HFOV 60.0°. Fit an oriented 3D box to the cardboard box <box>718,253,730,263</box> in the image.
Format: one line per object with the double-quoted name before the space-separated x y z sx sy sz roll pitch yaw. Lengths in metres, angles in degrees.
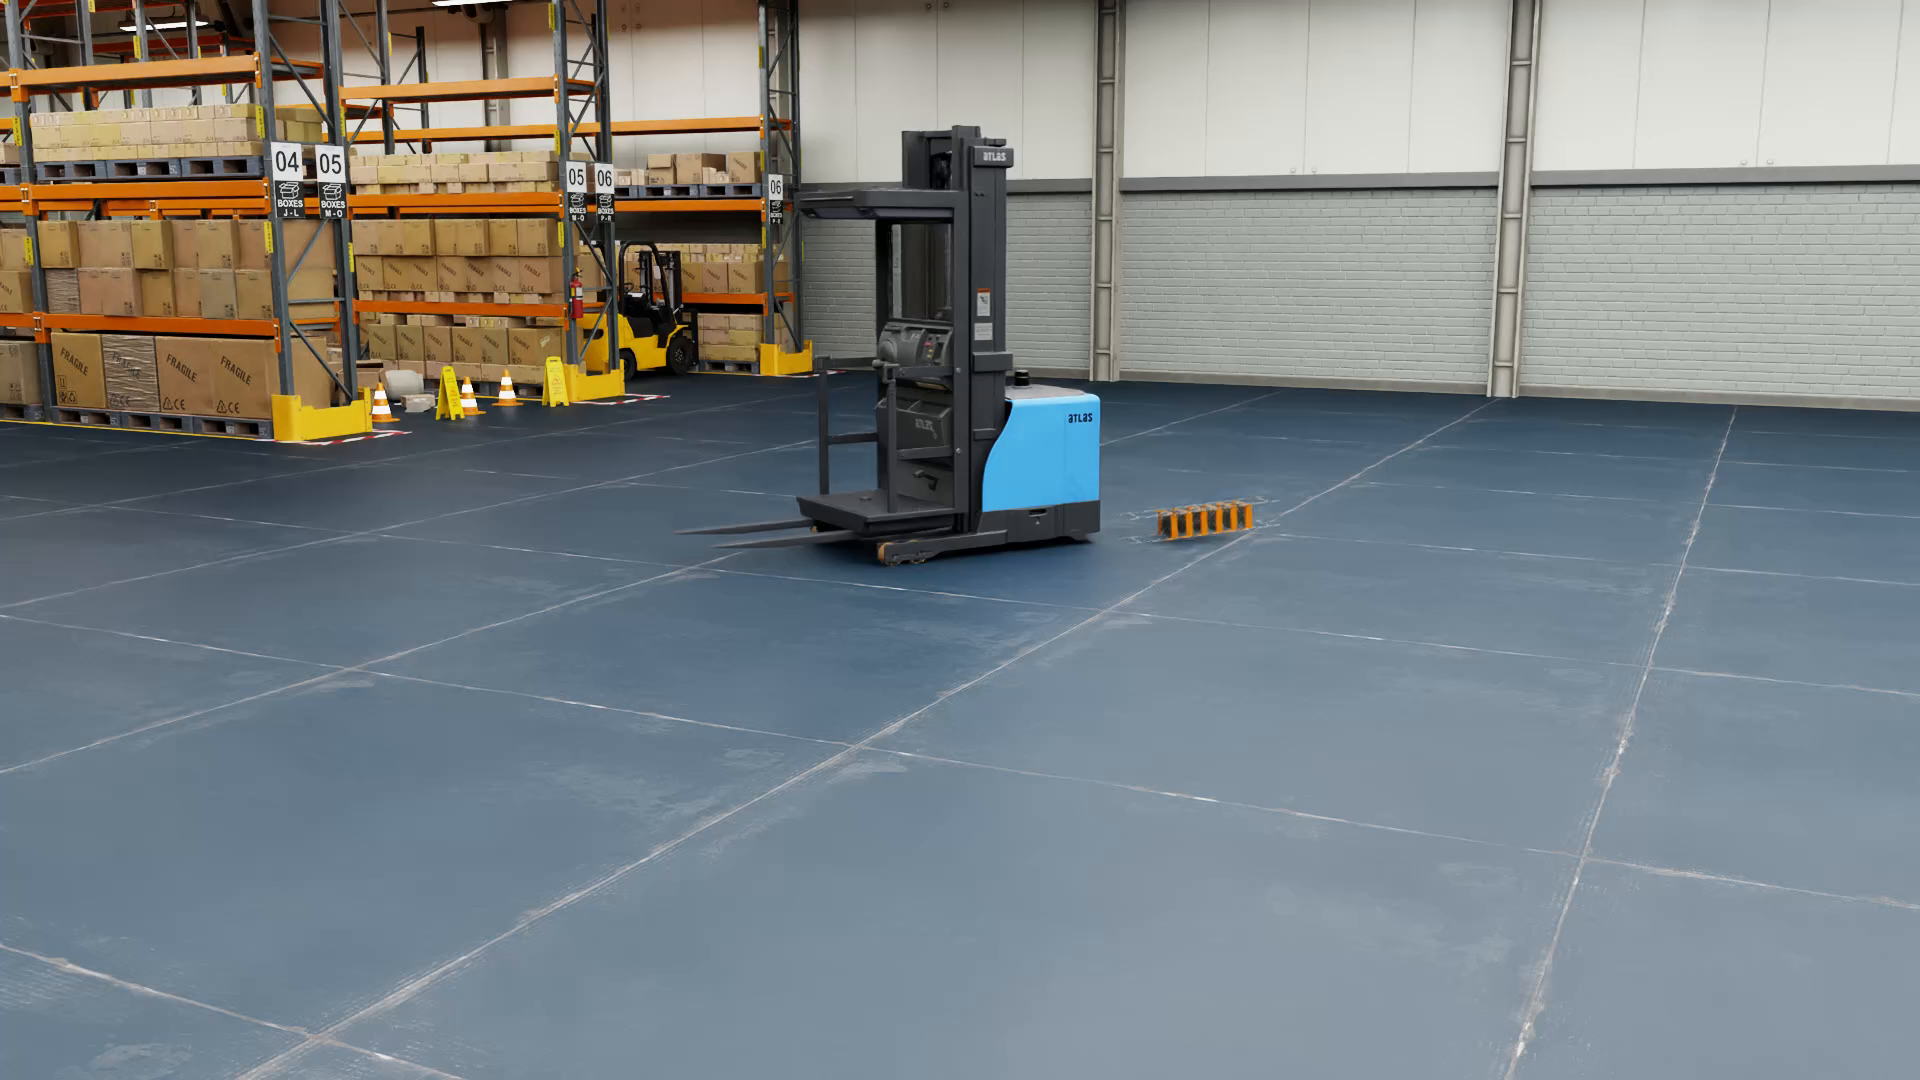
"cardboard box" -3.773 -4.645 27.369 0.250 0.149 0.380 5 12 27

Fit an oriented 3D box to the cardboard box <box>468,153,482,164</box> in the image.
"cardboard box" -6.612 -5.296 23.116 0.250 0.149 0.380 5 11 24

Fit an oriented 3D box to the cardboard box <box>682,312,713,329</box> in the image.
"cardboard box" -4.359 -3.658 27.752 0.500 0.250 0.500 5 11 27

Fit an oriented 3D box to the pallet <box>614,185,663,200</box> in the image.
"pallet" -5.701 -5.933 28.414 1.213 0.211 1.003 5 11 26

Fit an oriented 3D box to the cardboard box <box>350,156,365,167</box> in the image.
"cardboard box" -8.532 -5.438 23.899 0.250 0.149 0.380 5 11 25

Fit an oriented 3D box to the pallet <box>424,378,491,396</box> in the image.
"pallet" -6.954 -2.255 24.097 1.213 0.211 1.003 5 11 26

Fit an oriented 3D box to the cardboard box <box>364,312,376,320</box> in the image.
"cardboard box" -10.878 -4.189 30.974 0.250 0.149 0.380 4 11 23

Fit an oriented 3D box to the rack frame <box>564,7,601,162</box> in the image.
"rack frame" -6.477 -7.515 28.487 0.127 3.000 1.000 5 11 26

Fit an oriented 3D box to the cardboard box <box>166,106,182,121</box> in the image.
"cardboard box" -8.544 -4.710 18.414 0.250 0.149 0.380 5 11 26

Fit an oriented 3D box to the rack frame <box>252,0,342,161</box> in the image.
"rack frame" -7.183 -5.609 17.952 0.127 3.000 1.000 5 11 26

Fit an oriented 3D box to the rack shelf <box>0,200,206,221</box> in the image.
"rack shelf" -14.051 -5.365 27.049 4.000 0.370 1.077 5 11 26

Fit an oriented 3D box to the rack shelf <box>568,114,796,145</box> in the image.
"rack shelf" -4.684 -6.807 27.716 4.000 0.370 1.077 5 11 26

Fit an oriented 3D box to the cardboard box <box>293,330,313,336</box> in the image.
"cardboard box" -12.390 -4.016 31.837 0.500 0.500 0.500 5 11 24

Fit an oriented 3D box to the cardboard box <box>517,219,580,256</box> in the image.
"cardboard box" -5.638 -4.148 22.804 0.500 0.500 0.700 5 11 24

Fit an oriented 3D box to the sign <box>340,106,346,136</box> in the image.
"sign" -6.932 -4.690 18.621 0.005 0.325 0.100 5 11 26

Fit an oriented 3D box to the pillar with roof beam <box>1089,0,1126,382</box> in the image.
"pillar with roof beam" 0.360 -6.239 21.433 0.400 9.000 9.100 5 11 26

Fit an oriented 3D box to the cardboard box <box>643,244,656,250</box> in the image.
"cardboard box" -5.132 -4.917 28.037 0.250 0.149 0.380 5 11 26

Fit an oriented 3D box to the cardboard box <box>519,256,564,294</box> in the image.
"cardboard box" -5.692 -3.649 22.856 0.500 0.500 0.500 5 11 25

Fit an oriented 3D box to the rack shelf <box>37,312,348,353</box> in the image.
"rack shelf" -8.976 -2.460 19.421 4.000 0.370 1.077 5 11 26

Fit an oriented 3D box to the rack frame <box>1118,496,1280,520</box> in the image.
"rack frame" 1.766 -0.238 12.256 1.200 0.006 0.240 -7 12 -17

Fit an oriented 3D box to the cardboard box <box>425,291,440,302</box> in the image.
"cardboard box" -7.387 -3.468 23.677 0.250 0.149 0.380 5 11 26

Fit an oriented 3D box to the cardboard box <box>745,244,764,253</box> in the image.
"cardboard box" -3.305 -4.757 27.157 0.250 0.149 0.380 5 11 26

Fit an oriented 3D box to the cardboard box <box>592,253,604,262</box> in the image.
"cardboard box" -6.075 -4.844 28.473 0.250 0.149 0.380 5 12 27

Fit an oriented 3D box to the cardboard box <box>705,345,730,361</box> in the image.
"cardboard box" -3.893 -3.129 27.638 0.500 0.250 0.500 5 11 26

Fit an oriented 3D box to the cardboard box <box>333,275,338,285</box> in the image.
"cardboard box" -9.254 -3.850 24.605 0.250 0.149 0.380 5 11 27

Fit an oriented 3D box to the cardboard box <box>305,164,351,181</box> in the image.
"cardboard box" -9.258 -5.402 24.475 0.500 0.250 0.500 5 11 25

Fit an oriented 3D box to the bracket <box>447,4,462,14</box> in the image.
"bracket" -9.026 -9.619 30.004 0.430 0.232 0.235 5 11 26

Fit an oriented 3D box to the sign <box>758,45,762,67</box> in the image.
"sign" -3.143 -7.613 26.183 0.005 0.325 0.100 5 11 26

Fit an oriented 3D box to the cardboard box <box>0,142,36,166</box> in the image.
"cardboard box" -11.474 -4.660 20.094 0.500 0.250 0.500 5 11 26

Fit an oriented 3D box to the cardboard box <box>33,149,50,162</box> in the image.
"cardboard box" -10.594 -4.497 19.478 0.250 0.149 0.380 5 11 25

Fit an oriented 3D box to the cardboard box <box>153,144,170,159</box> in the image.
"cardboard box" -8.770 -4.337 18.594 0.250 0.149 0.380 5 11 26

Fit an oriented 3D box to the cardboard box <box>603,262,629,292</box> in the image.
"cardboard box" -5.720 -4.497 28.377 0.500 0.500 0.500 5 12 27

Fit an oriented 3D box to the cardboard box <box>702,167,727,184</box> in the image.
"cardboard box" -3.995 -5.951 27.182 0.258 0.266 0.396 5 11 26

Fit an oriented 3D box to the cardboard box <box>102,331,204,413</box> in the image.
"cardboard box" -9.427 -2.002 19.655 0.875 0.875 0.875 5 11 26

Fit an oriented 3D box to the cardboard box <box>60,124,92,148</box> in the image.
"cardboard box" -10.002 -4.653 19.223 0.500 0.250 0.500 5 11 25

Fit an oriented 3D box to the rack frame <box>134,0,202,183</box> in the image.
"rack frame" -12.257 -7.038 25.847 0.127 3.000 1.000 5 11 26

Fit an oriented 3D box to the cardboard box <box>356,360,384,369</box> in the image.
"cardboard box" -8.311 -2.240 23.195 0.500 0.500 0.500 -4 11 -23

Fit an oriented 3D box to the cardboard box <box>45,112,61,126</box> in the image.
"cardboard box" -10.364 -4.869 19.297 0.250 0.149 0.380 5 11 25

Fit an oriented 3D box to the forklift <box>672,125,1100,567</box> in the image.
"forklift" -0.495 -1.369 11.562 3.031 2.935 1.130 -6 12 -32

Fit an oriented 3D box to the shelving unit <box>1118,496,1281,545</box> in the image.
"shelving unit" 1.772 -0.148 12.274 1.200 0.189 0.258 -7 12 -17

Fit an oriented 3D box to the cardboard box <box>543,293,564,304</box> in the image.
"cardboard box" -5.513 -3.327 22.895 0.250 0.149 0.380 5 12 28

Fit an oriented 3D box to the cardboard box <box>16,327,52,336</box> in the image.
"cardboard box" -15.253 -3.526 28.075 0.875 0.875 0.875 5 12 28

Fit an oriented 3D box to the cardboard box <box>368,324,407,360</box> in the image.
"cardboard box" -8.261 -2.903 24.285 0.500 0.500 0.500 6 12 29

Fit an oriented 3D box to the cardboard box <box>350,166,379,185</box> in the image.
"cardboard box" -8.397 -5.241 23.926 0.500 0.250 0.500 5 11 25

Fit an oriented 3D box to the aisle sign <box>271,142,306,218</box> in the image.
"aisle sign" -7.252 -3.882 17.959 0.004 0.787 0.394 5 11 26

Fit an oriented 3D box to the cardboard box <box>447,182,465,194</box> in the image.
"cardboard box" -6.924 -4.905 23.191 0.250 0.149 0.380 5 11 25

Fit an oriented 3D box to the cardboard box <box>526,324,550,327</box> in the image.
"cardboard box" -6.177 -2.828 23.868 0.500 0.500 0.500 5 11 24

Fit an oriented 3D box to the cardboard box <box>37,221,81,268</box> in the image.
"cardboard box" -10.454 -3.542 19.927 0.550 0.550 0.875 5 11 26
